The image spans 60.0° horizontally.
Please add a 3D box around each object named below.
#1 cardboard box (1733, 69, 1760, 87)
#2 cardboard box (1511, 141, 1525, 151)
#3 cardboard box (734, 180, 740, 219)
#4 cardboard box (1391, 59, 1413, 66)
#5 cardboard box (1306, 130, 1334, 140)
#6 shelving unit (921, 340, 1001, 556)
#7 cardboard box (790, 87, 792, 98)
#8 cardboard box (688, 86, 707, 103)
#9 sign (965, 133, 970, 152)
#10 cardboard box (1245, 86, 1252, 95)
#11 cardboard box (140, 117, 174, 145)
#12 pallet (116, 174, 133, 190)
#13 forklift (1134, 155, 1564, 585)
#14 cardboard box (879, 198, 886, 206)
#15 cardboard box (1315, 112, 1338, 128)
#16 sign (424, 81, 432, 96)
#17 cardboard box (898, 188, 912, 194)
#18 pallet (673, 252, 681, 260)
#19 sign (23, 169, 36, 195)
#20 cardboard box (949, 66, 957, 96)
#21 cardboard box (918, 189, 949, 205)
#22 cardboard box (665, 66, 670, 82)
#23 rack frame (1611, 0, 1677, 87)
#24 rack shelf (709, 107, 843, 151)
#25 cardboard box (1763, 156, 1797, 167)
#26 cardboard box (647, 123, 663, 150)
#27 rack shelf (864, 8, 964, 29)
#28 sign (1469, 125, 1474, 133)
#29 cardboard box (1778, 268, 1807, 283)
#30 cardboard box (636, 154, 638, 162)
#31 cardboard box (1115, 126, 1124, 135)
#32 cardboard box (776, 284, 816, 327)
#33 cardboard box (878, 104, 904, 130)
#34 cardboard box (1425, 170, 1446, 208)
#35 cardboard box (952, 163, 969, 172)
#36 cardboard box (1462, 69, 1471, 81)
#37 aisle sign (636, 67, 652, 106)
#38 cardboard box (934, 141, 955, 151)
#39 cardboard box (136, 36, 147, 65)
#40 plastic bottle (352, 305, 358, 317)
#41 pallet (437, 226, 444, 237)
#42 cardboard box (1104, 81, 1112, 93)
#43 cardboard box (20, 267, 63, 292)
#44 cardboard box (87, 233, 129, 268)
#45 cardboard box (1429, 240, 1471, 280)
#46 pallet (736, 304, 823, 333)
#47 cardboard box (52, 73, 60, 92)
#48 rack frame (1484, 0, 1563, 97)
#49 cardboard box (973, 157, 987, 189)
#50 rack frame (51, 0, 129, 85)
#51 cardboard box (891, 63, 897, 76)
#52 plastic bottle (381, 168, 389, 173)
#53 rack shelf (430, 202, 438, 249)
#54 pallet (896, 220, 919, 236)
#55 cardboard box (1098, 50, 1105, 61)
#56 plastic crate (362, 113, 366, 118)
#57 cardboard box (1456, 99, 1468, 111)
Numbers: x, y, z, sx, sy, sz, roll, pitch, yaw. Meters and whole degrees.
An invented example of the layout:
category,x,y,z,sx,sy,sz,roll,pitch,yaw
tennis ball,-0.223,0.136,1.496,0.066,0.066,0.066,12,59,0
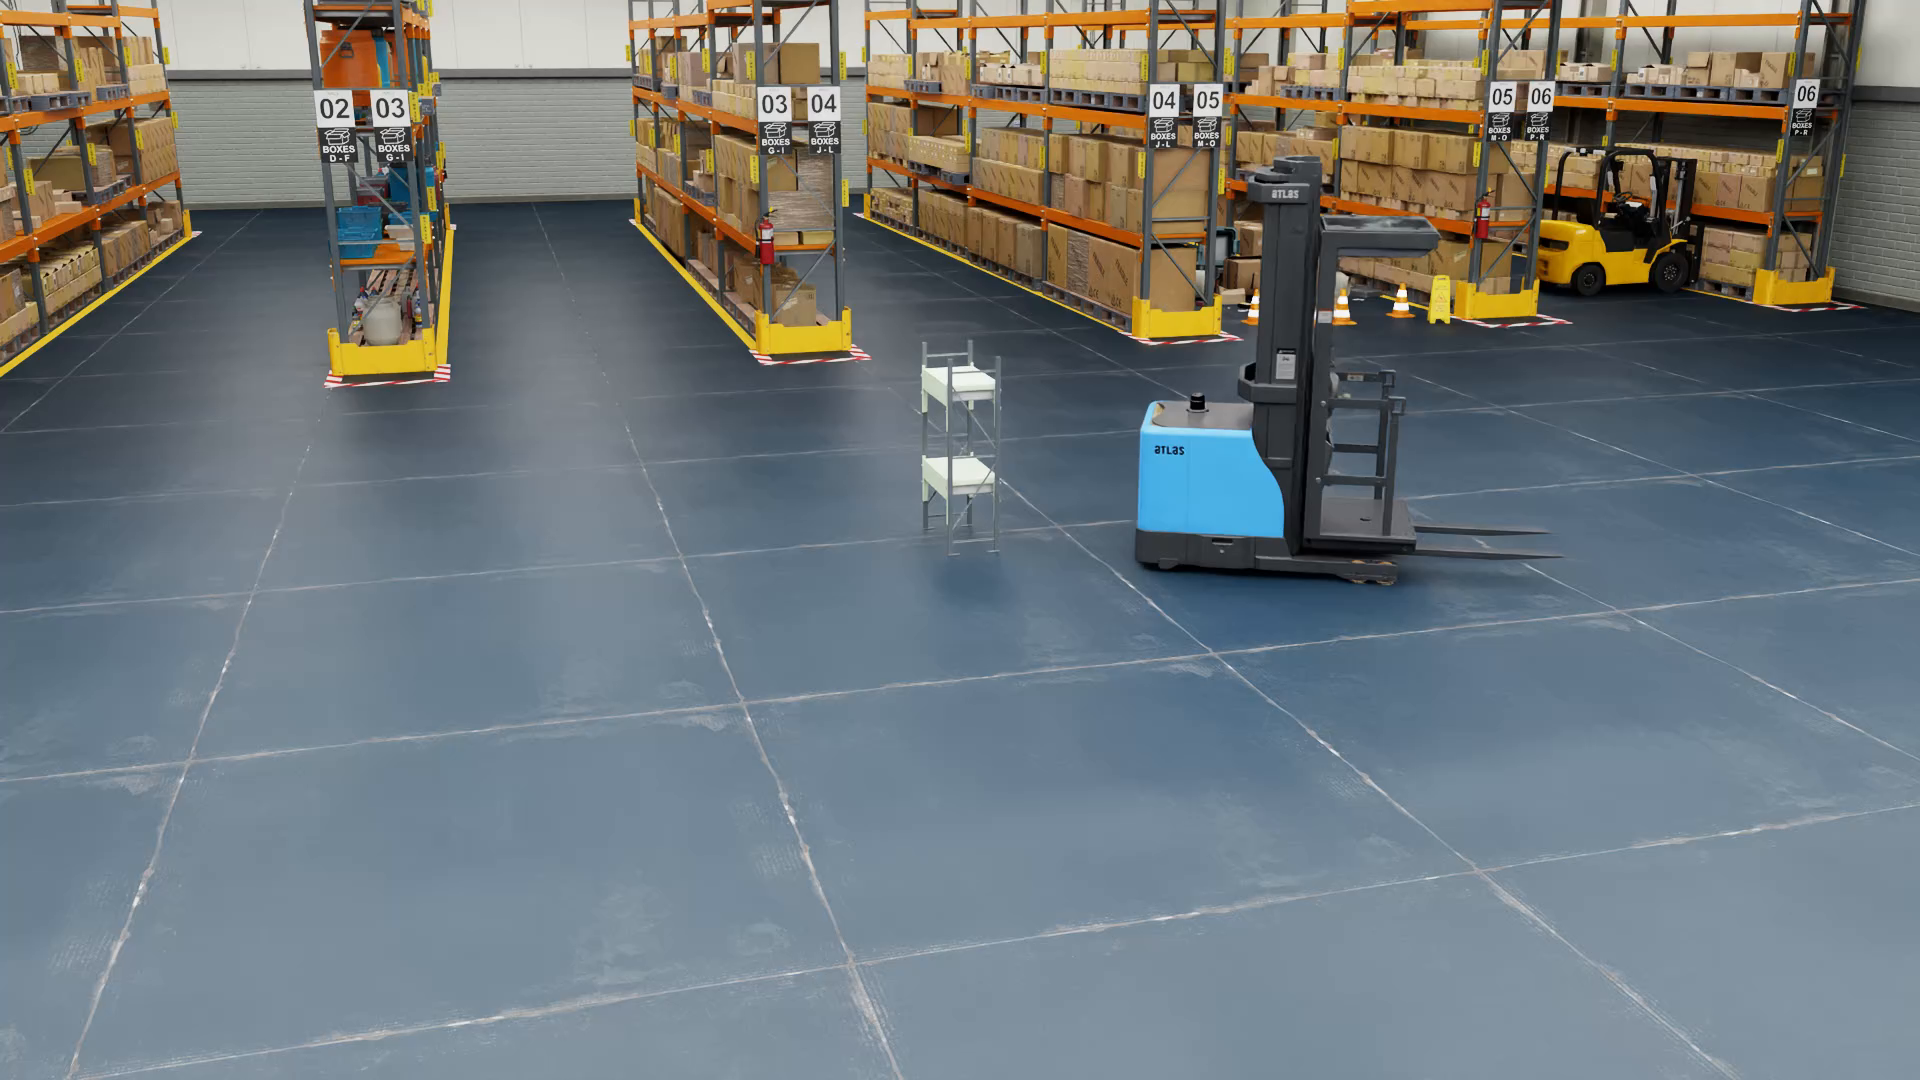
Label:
category,x,y,z,sx,sy,sz,roll,pitch,yaw
cardboard box,11.770,-6.879,24.755,0.396,0.266,0.258,-5,17,-15
cardboard box,10.219,-7.229,30.501,0.380,0.149,0.250,-4,17,-15
cardboard box,-2.540,-4.560,22.228,0.875,0.500,0.500,-5,17,-15
cardboard box,8.989,-9.682,33.771,0.380,0.149,0.250,-5,17,-16
cardboard box,5.943,-6.697,27.485,0.380,0.149,0.250,-5,17,-17
shelving unit,0.002,-0.716,12.730,0.431,1.500,0.755,-5,17,-15
cardboard box,-2.276,-5.495,20.384,0.380,0.149,0.250,-5,18,-17
cardboard box,-3.963,-6.950,25.921,0.500,0.250,0.500,-4,17,-14
sign,0.139,-6.854,28.680,0.100,0.325,0.005,-5,17,-15
cardboard box,5.313,-8.018,29.652,0.380,0.149,0.250,-5,17,-15
cardboard box,-15.477,-7.875,32.041,0.500,0.500,0.500,-5,17,-16
pallet,-14.650,-6.021,28.117,1.003,0.211,1.213,-5,17,-15
forklift,2.853,-1.246,12.005,3.031,2.935,1.130,3,17,10
cardboard box,-1.504,-7.188,35.376,0.380,0.149,0.250,-4,17,-14
cardboard box,8.241,-9.276,37.060,0.500,0.500,0.500,-4,17,-14
sign,-8.374,-7.059,26.205,0.100,0.325,0.005,-5,17,-15
cardboard box,-1.138,-7.516,35.950,0.380,0.149,0.250,-4,17,-14
pallet,-4.615,-5.244,30.043,1.003,0.211,1.213,-5,17,-15
sign,-12.032,-4.627,21.499,0.100,0.325,0.005,-5,17,-15
cardboard box,0.107,-8.142,29.457,0.500,0.500,0.500,-5,17,-15
cardboard box,-0.492,-6.627,32.111,0.500,0.250,0.500,-5,18,-18
cardboard box,-5.023,-8.409,29.945,0.500,0.311,0.500,-5,18,-17
rack frame,11.260,-8.962,27.146,1.000,3.000,0.127,-5,17,-15
rack shelf,-2.490,-5.451,21.921,1.077,0.370,4.000,-5,17,-15
cardboard box,12.058,-5.566,24.450,0.380,0.149,0.250,-5,17,-15
cardboard box,-5.755,-7.800,32.144,0.500,0.500,0.500,-5,17,-15
rack shelf,-0.991,-10.569,33.753,1.077,0.370,4.000,-5,17,-15
sign,9.642,-7.667,31.386,0.100,0.325,0.005,-5,17,-15
cardboard box,12.413,-4.018,25.165,0.500,0.250,0.500,-5,17,-15
cardboard box,-6.557,-7.987,34.763,0.380,0.149,0.250,-4,17,-15
cardboard box,3.614,-8.825,35.205,0.500,0.500,0.500,-4,17,-15
cardboard box,-2.096,-2.984,21.286,0.500,0.500,0.500,-1,17,-5
cardboard box,-1.406,-8.835,34.721,0.500,0.500,0.500,-5,17,-16
cardboard box,7.041,-5.047,23.848,0.500,0.500,0.500,-5,17,-15
cardboard box,0.080,-6.564,29.296,0.380,0.149,0.250,-4,17,-14
cardboard box,7.177,-6.432,22.987,0.380,0.149,0.250,-4,17,-14
aisle sign,-6.646,-9.473,34.754,0.394,0.787,0.004,-5,17,-15
cardboard box,-0.271,-7.206,30.399,0.380,0.149,0.250,-4,17,-13
cardboard box,-15.410,-8.997,30.564,0.700,0.500,0.500,-5,17,-15
plastic bottle,-7.679,-2.828,21.110,0.061,0.283,0.133,-4,17,-14
pallet,-10.579,-5.936,32.348,1.003,0.211,1.213,-5,17,-15
cardboard box,2.159,-6.082,22.304,0.380,0.149,0.250,-5,17,-16
cardboard box,-12.572,-3.556,22.650,0.500,0.311,0.500,-5,17,-16
cardboard box,-13.797,-4.682,26.905,0.500,0.500,0.500,-5,17,-16
cardboard box,7.117,-4.034,23.912,0.500,0.500,0.500,-5,17,-15
pallet,-2.482,-3.056,22.757,1.003,0.211,1.213,-5,17,-15
cardboard box,-13.486,-6.681,24.297,0.500,0.250,0.500,-6,18,-19
rack frame,7.588,-7.462,22.153,1.000,3.000,0.127,-5,17,-15
cardboard box,0.522,-6.285,28.488,0.500,0.500,0.500,-5,17,-15
rack frame,-14.764,-9.216,27.991,1.000,3.000,0.127,-5,17,-15
cardboard box,-1.092,-9.490,33.507,0.500,0.250,0.500,-4,17,-13
plastic bottle,-10.139,-6.415,29.308,0.152,0.276,0.135,-5,17,-15
rack shelf,-8.352,-4.729,24.732,1.077,0.370,4.000,-5,17,-15
pallet,-0.660,-6.337,33.680,1.003,0.211,1.213,-5,17,-15
cardboard box,2.088,-6.535,22.427,0.380,0.149,0.250,-5,17,-16
plastic crate,-7.630,-5.398,20.862,0.336,0.188,0.450,-5,17,-15
cardboard box,7.121,-6.048,23.096,0.380,0.149,0.250,-5,17,-15
